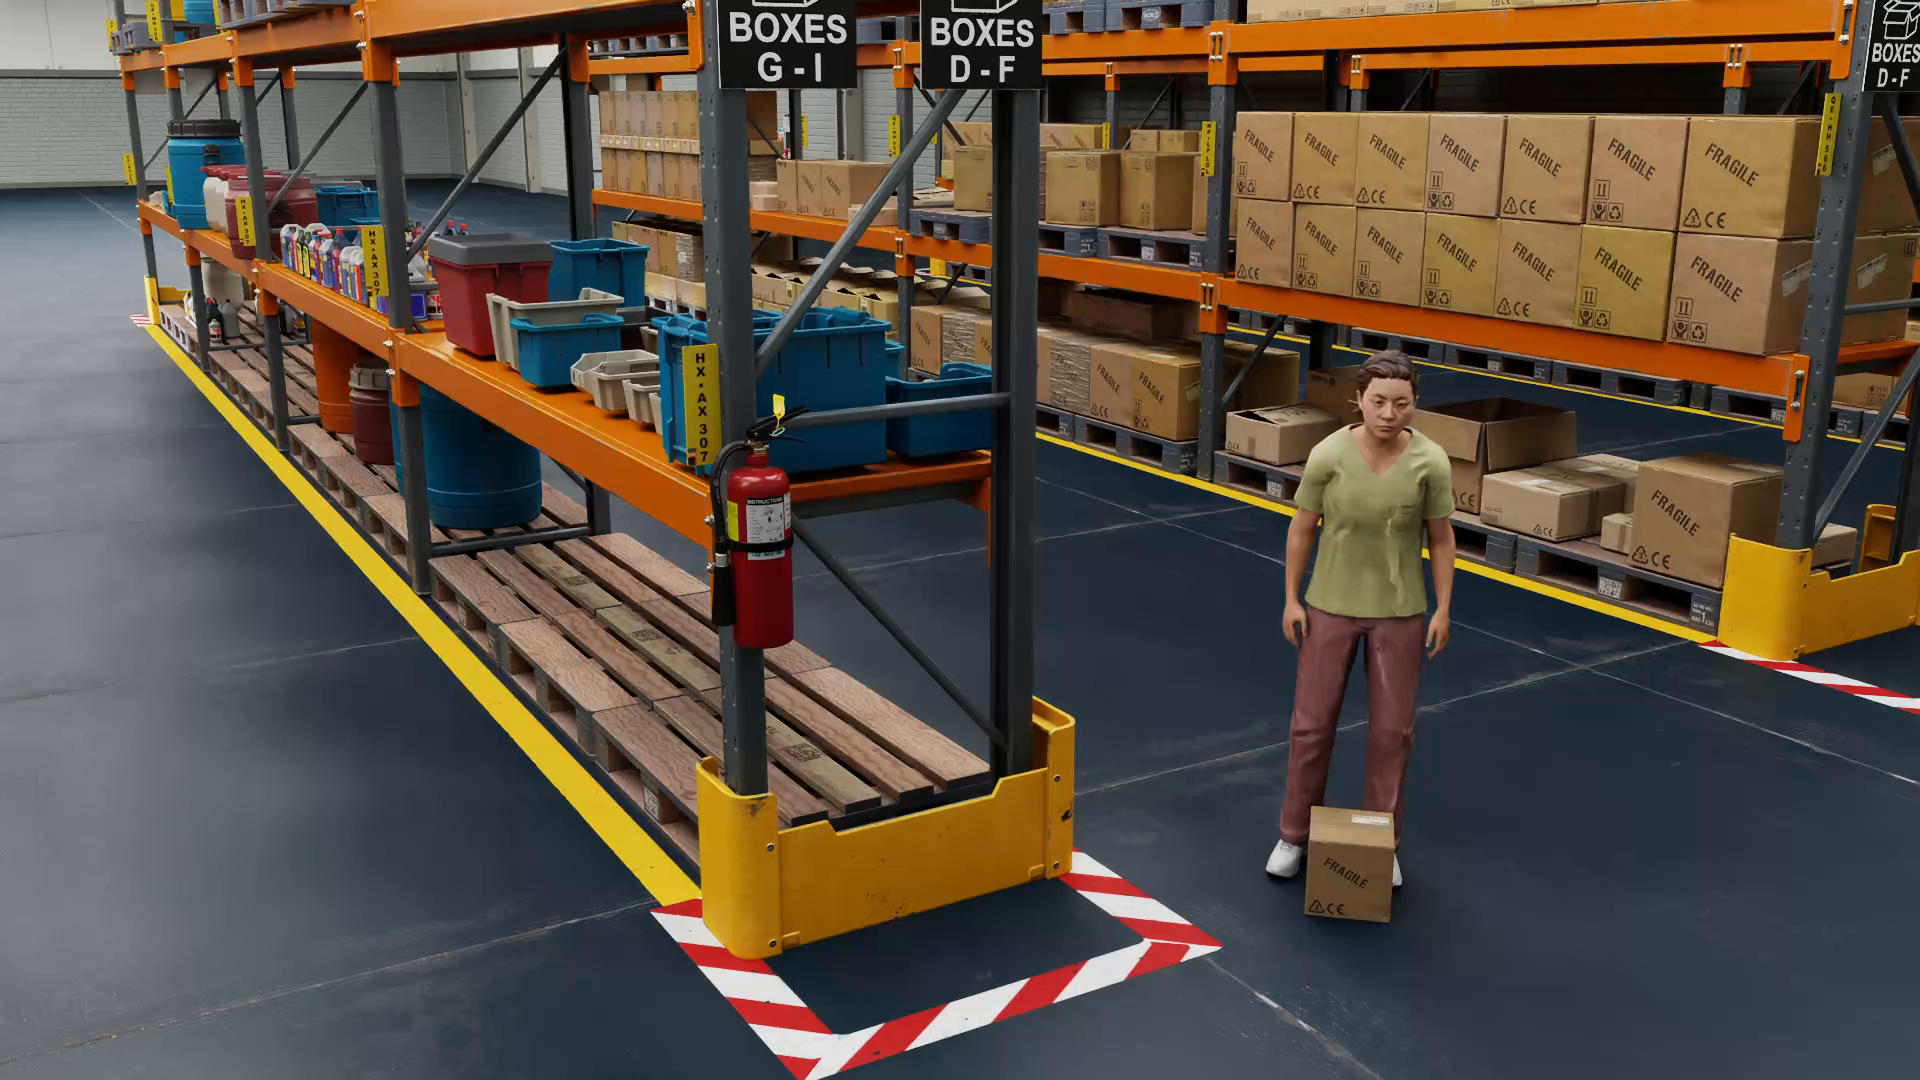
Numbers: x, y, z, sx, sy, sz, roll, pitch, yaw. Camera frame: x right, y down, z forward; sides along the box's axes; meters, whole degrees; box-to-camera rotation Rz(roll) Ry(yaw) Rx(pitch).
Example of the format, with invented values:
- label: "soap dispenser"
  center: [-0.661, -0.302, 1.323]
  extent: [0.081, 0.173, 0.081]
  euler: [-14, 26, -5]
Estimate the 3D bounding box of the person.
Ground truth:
- label: "person"
  center: [1.248, 0.239, 5.122]
  extent: [0.517, 1.673, 0.354]
  euler: [3, 15, 11]
